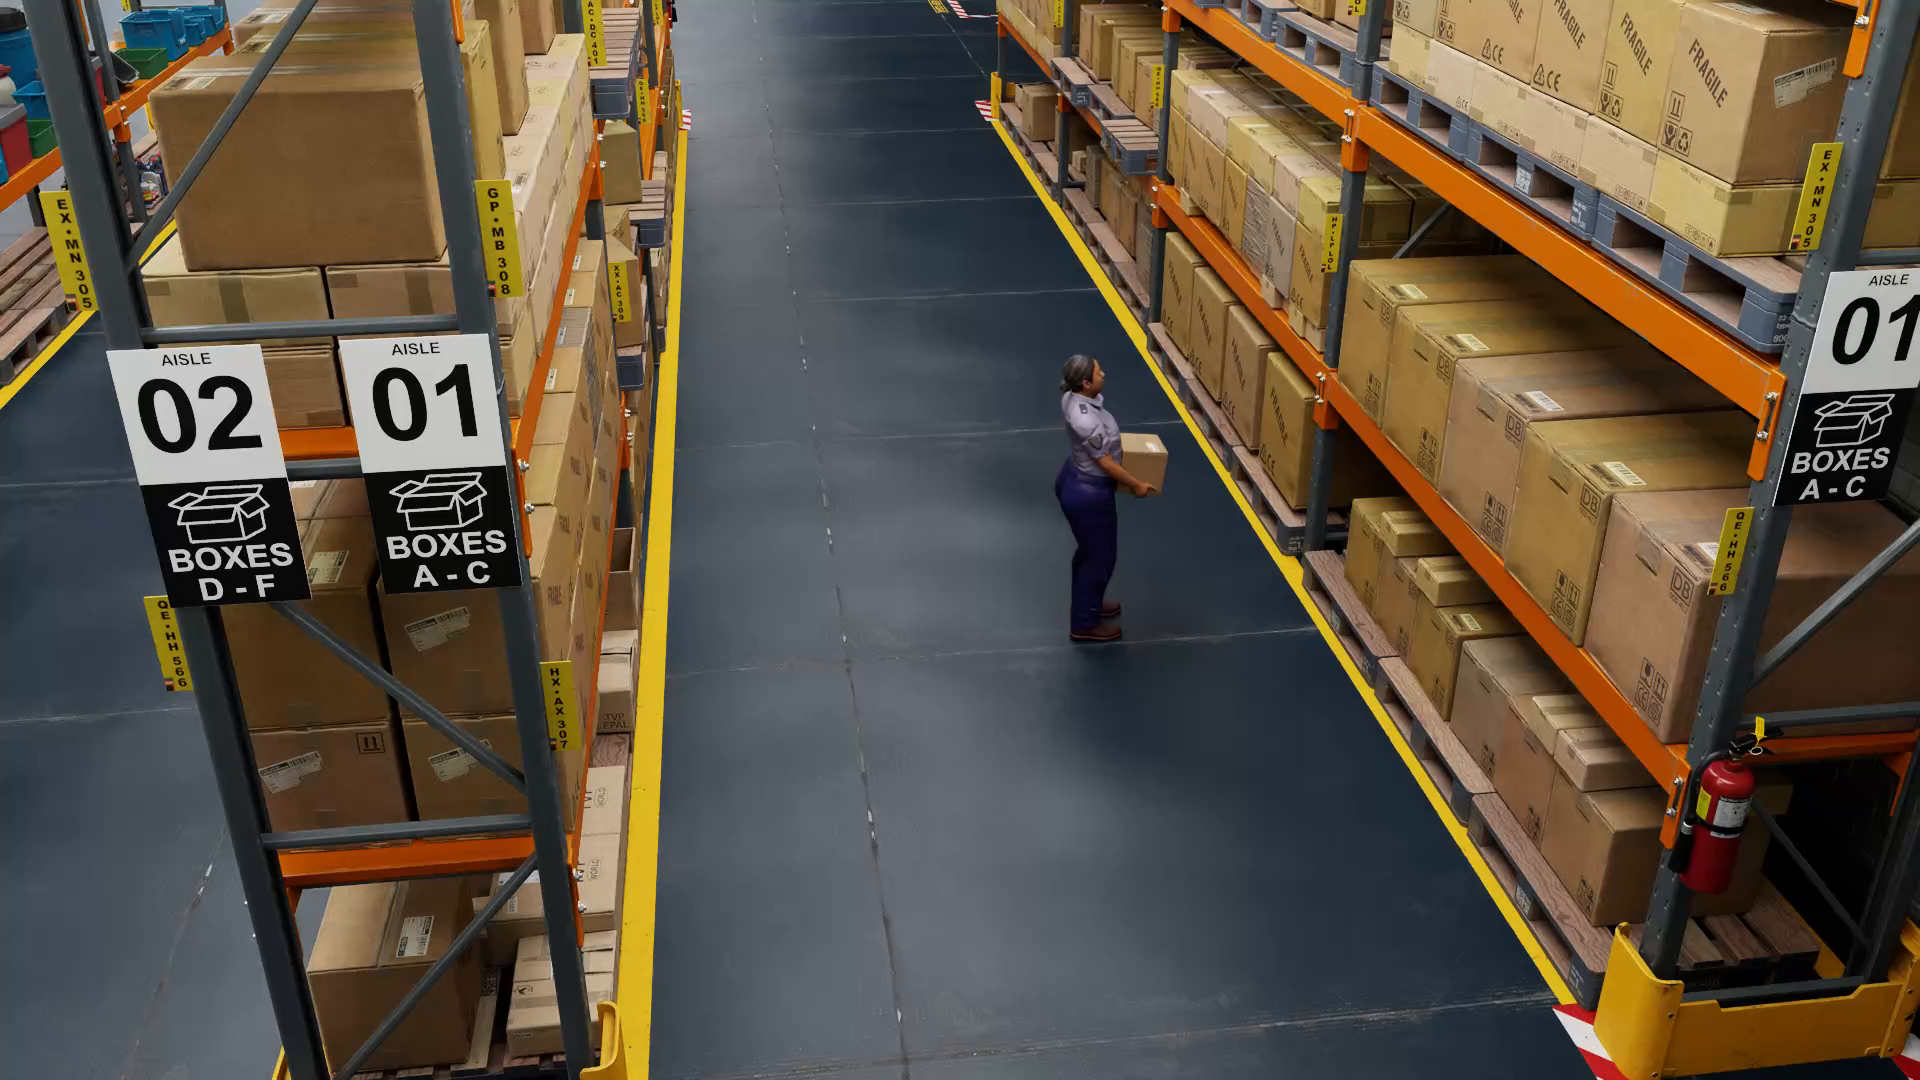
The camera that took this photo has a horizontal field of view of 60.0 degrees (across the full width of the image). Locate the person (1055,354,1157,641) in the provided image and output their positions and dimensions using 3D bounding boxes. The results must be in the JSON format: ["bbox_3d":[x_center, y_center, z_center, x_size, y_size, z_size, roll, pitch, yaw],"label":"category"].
[{"bbox_3d":[0.787,-0.253,9.136,0.522,1.634,0.452,-4,28,-7],"label":"person"}]
